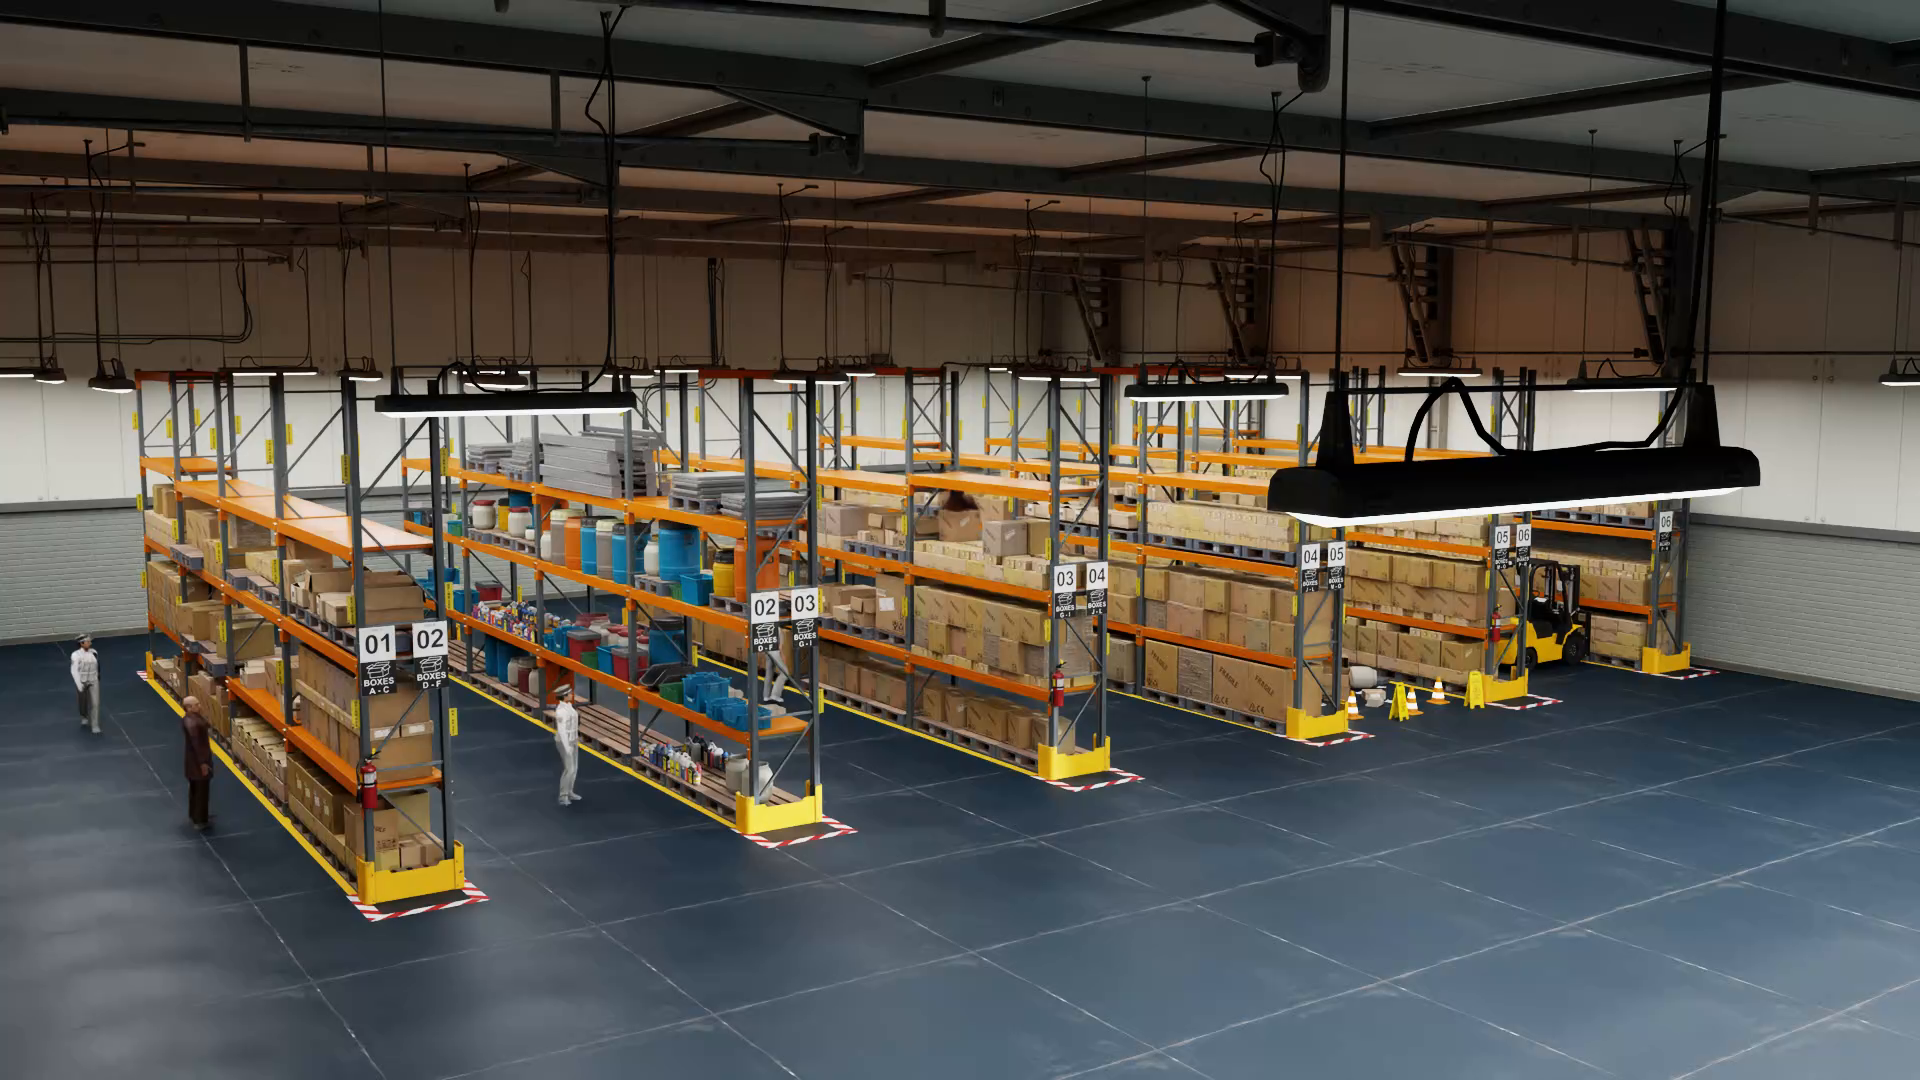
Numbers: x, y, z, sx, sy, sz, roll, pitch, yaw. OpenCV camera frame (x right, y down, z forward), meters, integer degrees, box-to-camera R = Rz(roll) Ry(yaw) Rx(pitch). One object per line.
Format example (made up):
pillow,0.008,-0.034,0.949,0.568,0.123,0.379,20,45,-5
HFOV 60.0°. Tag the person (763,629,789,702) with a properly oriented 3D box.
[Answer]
person,-3.357,2.093,30.072,0.365,1.675,0.550,-4,8,-32

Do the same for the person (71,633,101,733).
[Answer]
person,-14.641,2.368,27.858,0.441,1.643,0.948,-4,8,-31

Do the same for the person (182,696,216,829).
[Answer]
person,-10.130,2.991,22.220,0.620,1.685,0.506,6,9,44

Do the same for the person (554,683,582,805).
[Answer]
person,-5.542,2.892,23.510,0.355,1.758,0.525,1,7,12
